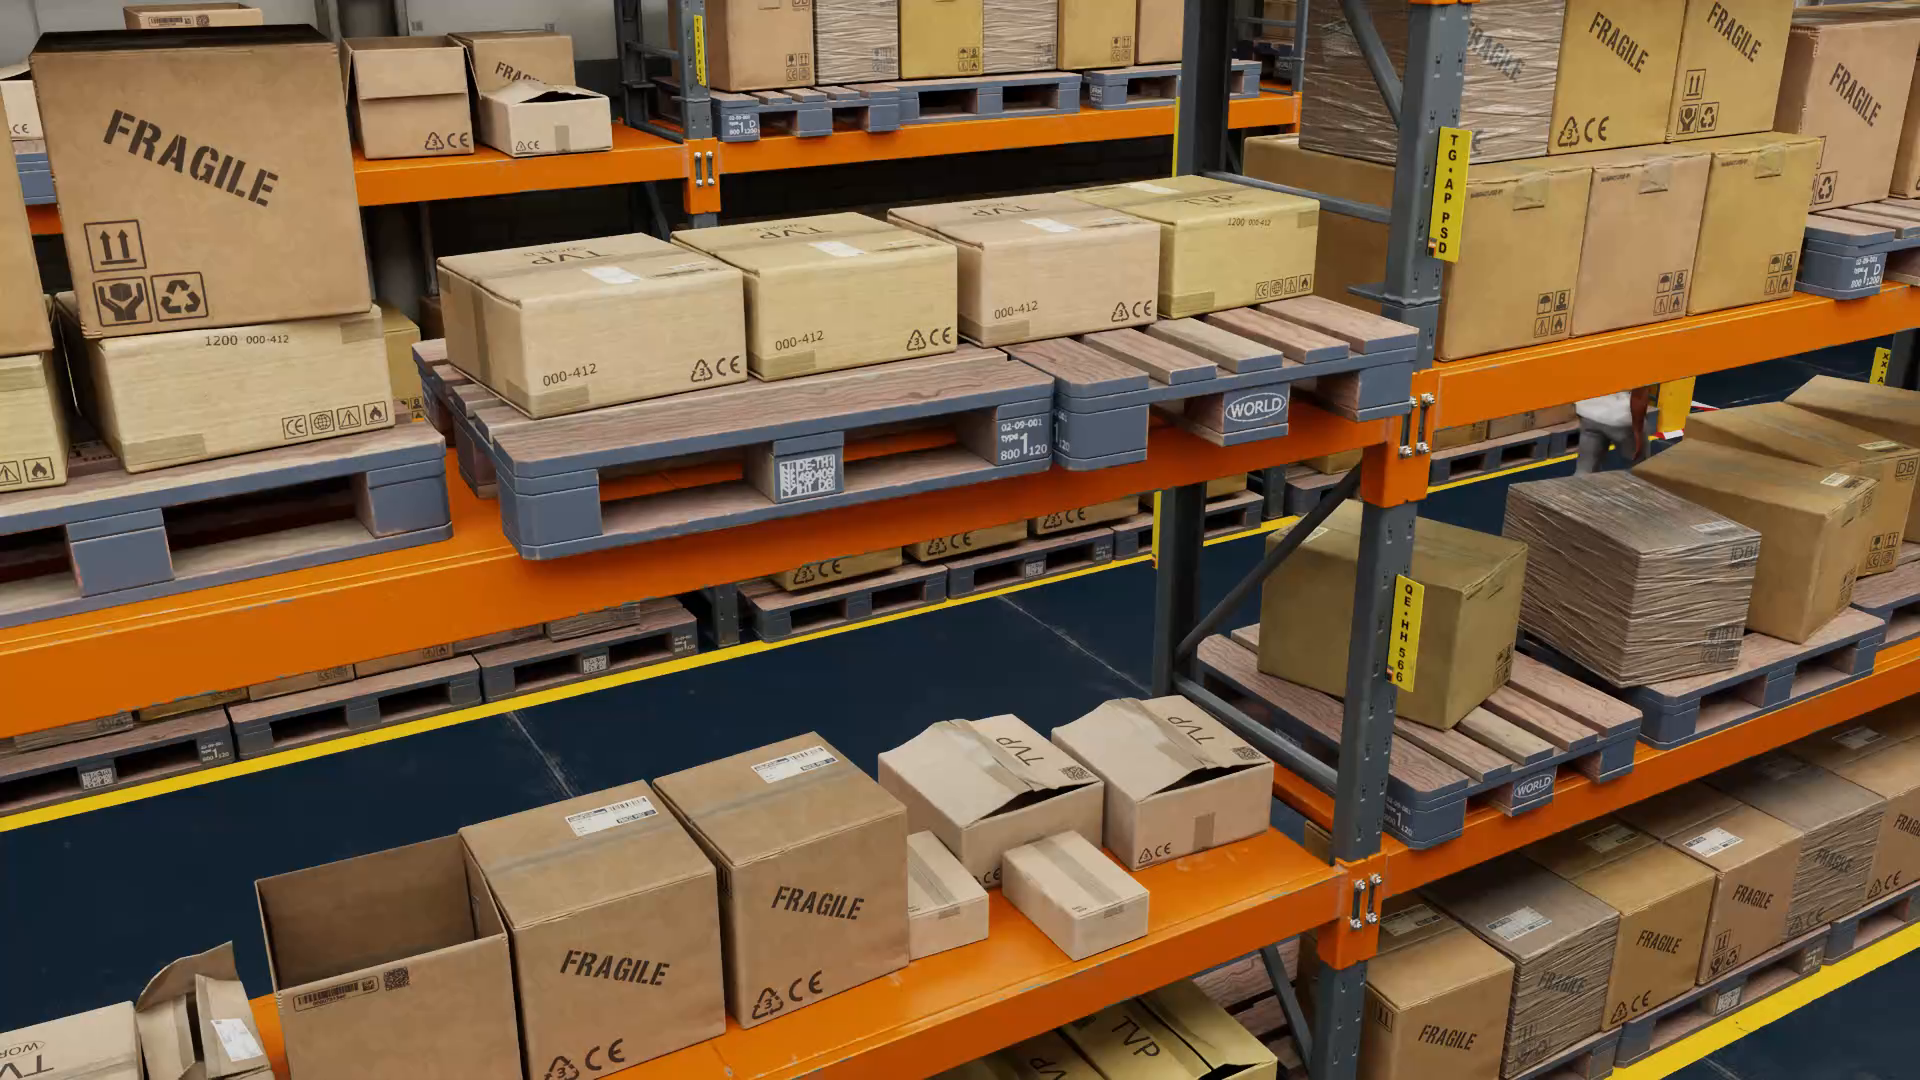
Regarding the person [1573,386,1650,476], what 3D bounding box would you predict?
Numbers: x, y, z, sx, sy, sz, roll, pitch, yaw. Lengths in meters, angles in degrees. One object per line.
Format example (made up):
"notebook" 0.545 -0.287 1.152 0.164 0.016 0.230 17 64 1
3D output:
"person" 4.114 -0.742 10.478 0.574 1.834 0.613 -15 26 -33
